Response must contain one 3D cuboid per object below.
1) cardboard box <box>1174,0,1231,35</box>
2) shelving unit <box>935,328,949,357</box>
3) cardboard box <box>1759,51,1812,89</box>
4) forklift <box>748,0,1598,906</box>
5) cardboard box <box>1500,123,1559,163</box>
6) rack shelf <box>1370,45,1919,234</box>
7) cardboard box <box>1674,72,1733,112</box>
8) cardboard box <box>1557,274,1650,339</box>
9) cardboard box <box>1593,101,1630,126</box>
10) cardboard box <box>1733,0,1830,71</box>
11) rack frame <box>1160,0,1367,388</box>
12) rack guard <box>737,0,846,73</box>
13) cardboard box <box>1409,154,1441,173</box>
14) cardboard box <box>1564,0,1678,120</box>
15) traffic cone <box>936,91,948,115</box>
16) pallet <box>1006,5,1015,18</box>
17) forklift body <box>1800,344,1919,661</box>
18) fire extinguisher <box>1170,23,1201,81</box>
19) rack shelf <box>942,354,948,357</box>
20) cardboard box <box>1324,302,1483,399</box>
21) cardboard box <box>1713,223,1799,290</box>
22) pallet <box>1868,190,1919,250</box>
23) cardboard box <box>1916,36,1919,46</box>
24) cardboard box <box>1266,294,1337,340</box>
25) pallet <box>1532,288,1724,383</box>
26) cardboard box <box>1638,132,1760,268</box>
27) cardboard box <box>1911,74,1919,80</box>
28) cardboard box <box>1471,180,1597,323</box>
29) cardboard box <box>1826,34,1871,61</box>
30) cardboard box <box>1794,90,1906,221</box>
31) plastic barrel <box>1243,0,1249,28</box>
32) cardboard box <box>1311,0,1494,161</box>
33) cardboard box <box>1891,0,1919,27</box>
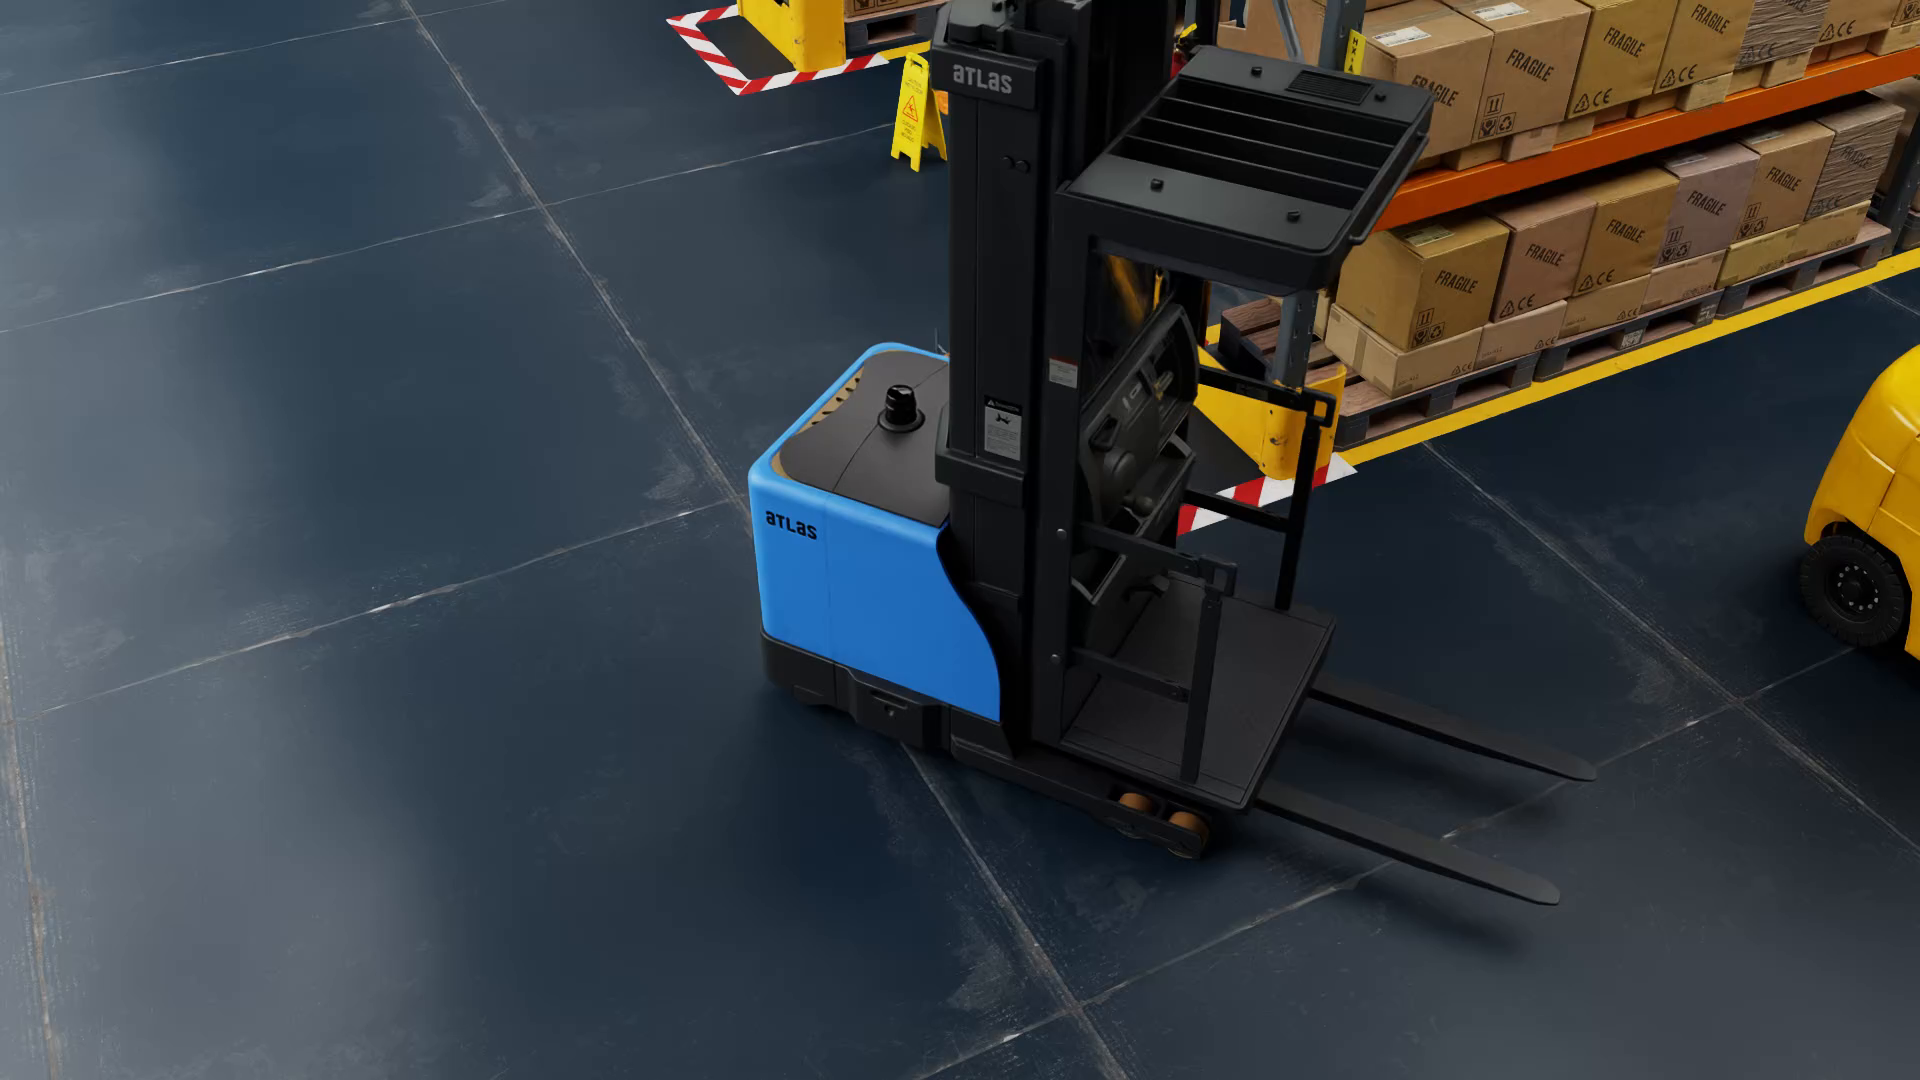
[{"bbox_3d":[1.516,-3.761,11.304,0.500,0.500,0.500,-12,42,-13],"label":"cardboard box"},{"bbox_3d":[0.060,-0.429,6.944,0.252,1.050,0.215,-22,45,-24],"label":"shelving unit"},{"bbox_3d":[3.751,-2.288,7.825,0.250,0.149,0.380,-19,44,-21],"label":"cardboard box"},{"bbox_3d":[0.778,-0.384,5.435,3.031,2.935,1.130,18,44,20],"label":"forklift"},{"bbox_3d":[2.380,-1.818,7.270,0.250,0.149,0.380,-18,43,-20],"label":"cardboard box"},{"bbox_3d":[3.021,-2.088,7.952,4.000,0.370,1.077,-19,44,-21],"label":"rack shelf"},{"bbox_3d":[3.299,-2.131,7.640,0.250,0.149,0.380,-18,44,-20],"label":"cardboard box"},{"bbox_3d":[3.025,-1.277,8.240,0.500,0.250,0.500,-16,43,-18],"label":"cardboard box"},{"bbox_3d":[2.801,-2.028,7.518,0.250,0.149,0.380,-17,43,-19],"label":"cardboard box"},{"bbox_3d":[3.604,-2.521,7.599,0.500,0.500,0.500,-17,43,-19],"label":"cardboard box"},{"bbox_3d":[1.247,-1.765,7.014,0.127,3.000,1.000,-19,44,-21],"label":"rack frame"},{"bbox_3d":[-1.150,-3.611,11.128,0.348,0.500,1.175,-19,44,-21],"label":"rack guard"},{"bbox_3d":[1.861,-1.736,7.174,0.250,0.149,0.380,-18,43,-20],"label":"cardboard box"},{"bbox_3d":[2.704,-2.209,7.230,0.500,0.500,0.500,-19,44,-21],"label":"cardboard box"},{"bbox_3d":[-0.002,-2.948,10.375,0.334,0.463,0.336,-19,44,-21],"label":"traffic cone"},{"bbox_3d":[0.624,-4.152,11.992,1.213,0.211,1.003,-19,44,-21],"label":"pallet"},{"bbox_3d":[4.382,-0.210,5.833,1.214,2.155,2.313,-19,44,-21],"label":"forklift body"},{"bbox_3d":[0.933,-1.966,7.311,0.183,0.674,0.296,-19,44,-21],"label":"fire extinguisher"},{"bbox_3d":[0.060,-0.638,6.768,0.240,0.259,0.215,-22,45,-24],"label":"rack shelf"},{"bbox_3d":[2.090,-0.959,7.864,0.500,0.250,0.500,-19,44,-21],"label":"cardboard box"},{"bbox_3d":[3.927,-1.575,8.592,0.500,0.250,0.500,-20,44,-22],"label":"cardboard box"},{"bbox_3d":[5.485,-2.128,9.601,1.213,0.211,1.003,-19,44,-21],"label":"pallet"},{"bbox_3d":[4.650,-2.593,8.186,0.250,0.149,0.380,-19,44,-21],"label":"cardboard box"},{"bbox_3d":[1.861,-1.279,8.242,0.500,0.250,0.500,-19,44,-21],"label":"cardboard box"},{"bbox_3d":[3.132,-1.308,8.631,1.213,0.211,1.003,-19,44,-21],"label":"pallet"},{"bbox_3d":[3.492,-1.720,8.183,0.500,0.500,0.500,-16,43,-18],"label":"cardboard box"},{"bbox_3d":[5.895,-2.491,9.580,0.625,0.372,0.950,-16,43,-18],"label":"cardboard box"},{"bbox_3d":[2.573,-1.411,7.818,0.500,0.500,0.500,-20,44,-22],"label":"cardboard box"},{"bbox_3d":[4.165,-2.481,8.054,0.250,0.149,0.380,-18,44,-20],"label":"cardboard box"},{"bbox_3d":[4.394,-2.026,8.544,0.500,0.500,0.500,-19,44,-21],"label":"cardboard box"},{"bbox_3d":[2.121,-3.565,11.134,0.421,0.421,0.512,8,41,10],"label":"plastic barrel"},{"bbox_3d":[1.795,-1.900,6.865,0.500,0.500,0.500,-19,44,-21],"label":"cardboard box"},{"bbox_3d":[4.515,-2.836,7.971,0.500,0.500,0.500,-20,44,-22],"label":"cardboard box"}]
